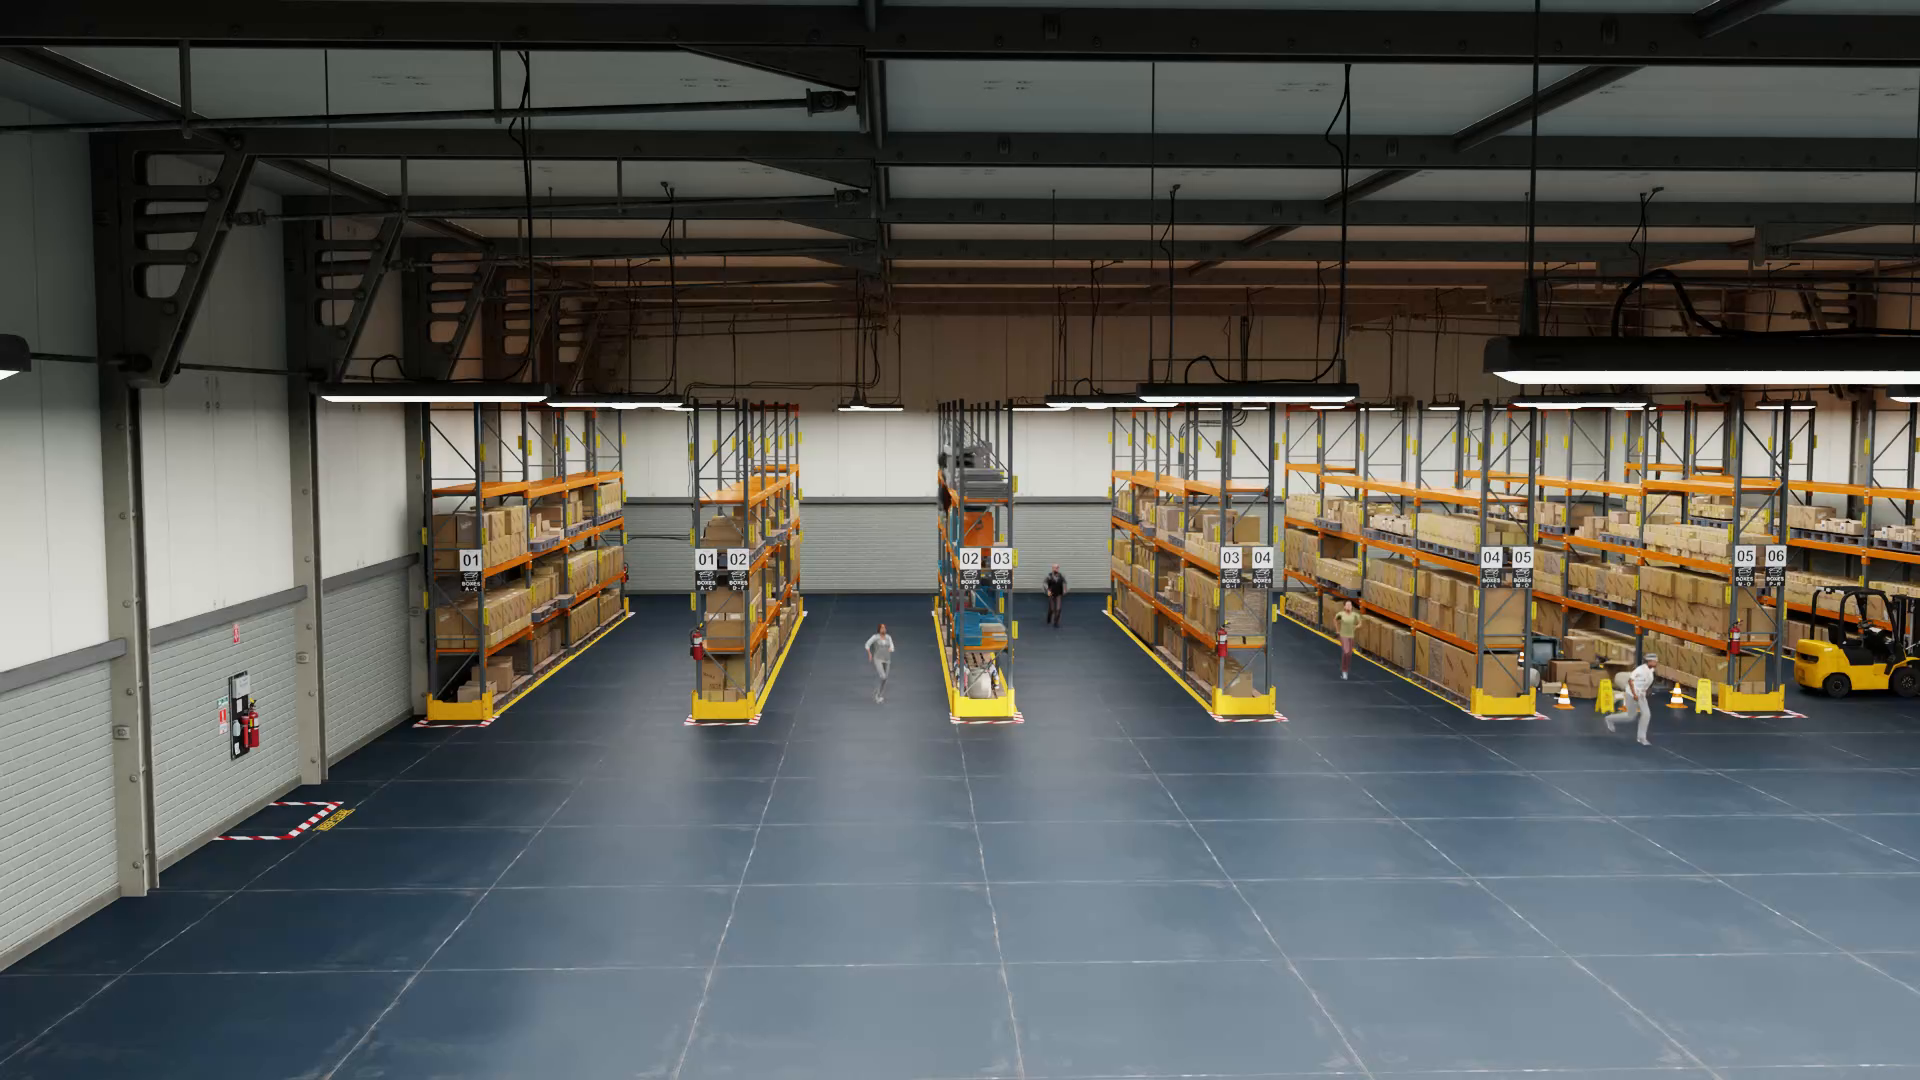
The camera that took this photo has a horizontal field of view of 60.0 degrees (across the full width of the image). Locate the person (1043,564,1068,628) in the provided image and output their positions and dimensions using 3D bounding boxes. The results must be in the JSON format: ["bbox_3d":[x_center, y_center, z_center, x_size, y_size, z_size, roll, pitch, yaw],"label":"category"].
[{"bbox_3d":[2.569,1.488,44.780,0.682,1.702,0.605,-1,4,-8],"label":"person"}]

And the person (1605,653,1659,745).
[{"bbox_3d":[11.744,2.746,29.053,0.909,1.627,0.583,4,6,43],"label":"person"}]

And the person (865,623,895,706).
[{"bbox_3d":[-1.542,2.445,32.754,0.507,1.610,0.678,-2,5,-28],"label":"person"}]

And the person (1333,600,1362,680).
[{"bbox_3d":[8.430,2.147,36.148,0.558,1.720,0.725,0,4,-3],"label":"person"}]

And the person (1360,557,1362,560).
[{"bbox_3d":[11.283,1.270,47.135,0.736,1.741,0.868,-1,4,-8],"label":"person"}]
